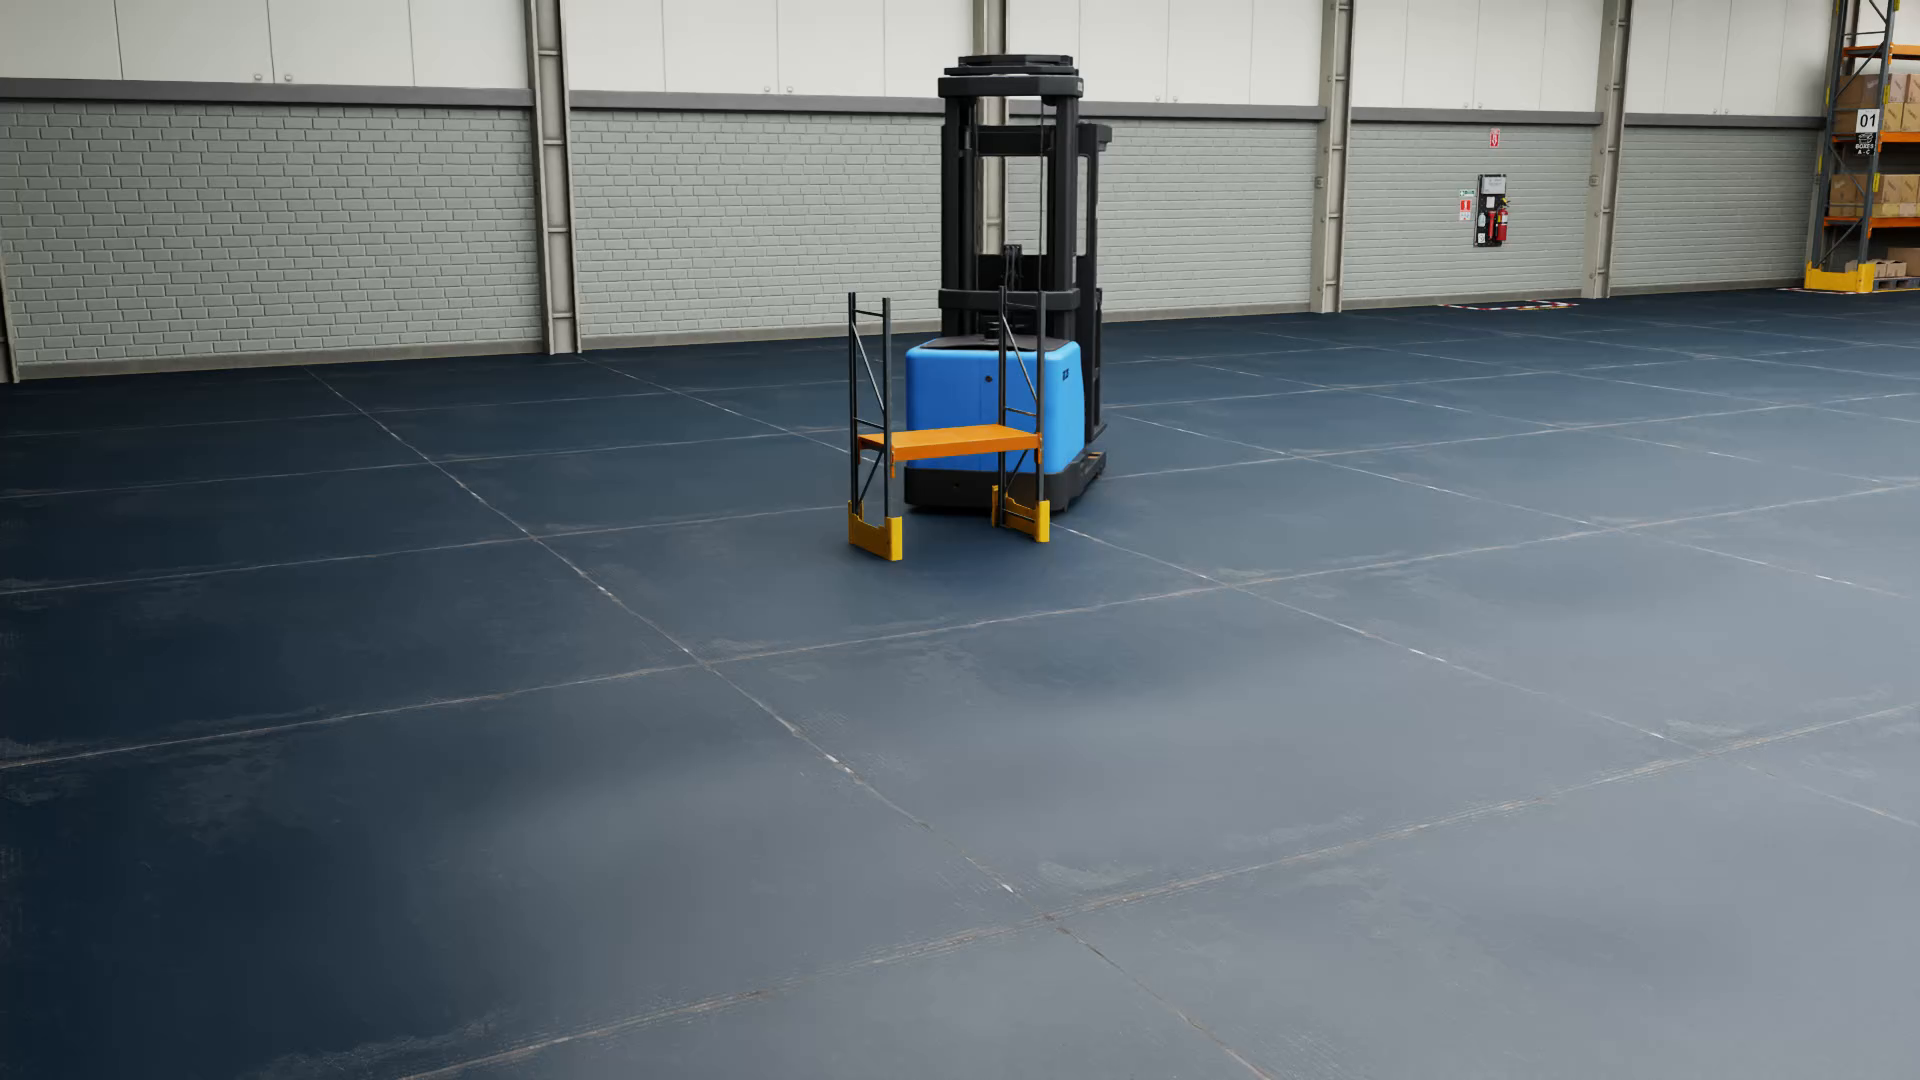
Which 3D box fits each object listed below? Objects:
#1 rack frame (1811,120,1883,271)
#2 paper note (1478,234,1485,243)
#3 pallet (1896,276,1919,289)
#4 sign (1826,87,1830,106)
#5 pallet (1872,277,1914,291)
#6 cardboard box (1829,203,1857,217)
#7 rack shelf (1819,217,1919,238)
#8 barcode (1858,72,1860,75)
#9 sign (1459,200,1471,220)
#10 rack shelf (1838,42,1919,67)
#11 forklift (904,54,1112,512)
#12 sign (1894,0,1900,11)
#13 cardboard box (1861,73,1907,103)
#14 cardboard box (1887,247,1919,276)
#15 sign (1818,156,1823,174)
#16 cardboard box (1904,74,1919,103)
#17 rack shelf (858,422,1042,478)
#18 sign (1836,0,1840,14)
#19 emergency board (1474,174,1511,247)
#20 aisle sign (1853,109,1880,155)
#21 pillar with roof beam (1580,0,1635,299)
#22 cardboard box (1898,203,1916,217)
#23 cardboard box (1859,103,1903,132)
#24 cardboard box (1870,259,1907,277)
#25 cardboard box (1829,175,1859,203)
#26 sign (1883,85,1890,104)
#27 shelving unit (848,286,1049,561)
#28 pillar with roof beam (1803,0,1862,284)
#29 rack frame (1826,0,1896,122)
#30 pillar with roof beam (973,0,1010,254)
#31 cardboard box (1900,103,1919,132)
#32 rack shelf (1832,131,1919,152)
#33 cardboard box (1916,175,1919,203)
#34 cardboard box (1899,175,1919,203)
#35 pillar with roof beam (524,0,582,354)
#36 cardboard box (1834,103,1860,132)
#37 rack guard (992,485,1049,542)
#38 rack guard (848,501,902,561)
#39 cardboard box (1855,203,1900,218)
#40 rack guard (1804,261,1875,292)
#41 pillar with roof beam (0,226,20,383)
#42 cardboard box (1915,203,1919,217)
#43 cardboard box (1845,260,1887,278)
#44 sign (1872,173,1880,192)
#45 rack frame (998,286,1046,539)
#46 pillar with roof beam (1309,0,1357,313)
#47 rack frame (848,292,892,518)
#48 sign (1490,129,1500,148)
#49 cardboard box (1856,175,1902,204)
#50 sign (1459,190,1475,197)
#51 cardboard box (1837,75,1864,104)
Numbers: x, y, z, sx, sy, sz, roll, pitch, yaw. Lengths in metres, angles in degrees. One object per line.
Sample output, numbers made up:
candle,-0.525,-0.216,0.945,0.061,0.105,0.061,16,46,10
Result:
rack frame,16.016,-6.038,30.108,0.127,3.000,1.000,-7,14,-28
paper note,8.574,-4.960,27.321,0.142,0.148,0.016,-7,14,-28
pallet,17.882,-4.892,31.365,1.213,0.211,1.003,-7,14,-28
sign,15.768,-8.043,30.166,0.005,0.325,0.100,-7,14,-28
pallet,16.813,-4.764,30.799,1.213,0.211,1.003,-7,14,-28
cardboard box,16.333,-6.061,30.506,0.500,0.250,0.500,-7,14,-27
rack shelf,17.771,-5.898,31.122,4.000,0.370,1.077,-7,14,-28
barcode,16.400,-8.502,30.352,0.075,0.075,0.001,-7,14,-28
sign,8.227,-5.374,27.074,0.234,0.329,0.001,-7,14,-28
rack shelf,17.771,-8.823,30.463,4.000,0.370,1.077,-7,14,-28
forklift,0.465,-1.890,11.833,1.130,2.935,3.031,3,13,13
sign,16.276,-9.355,28.873,0.005,0.325,0.100,-7,14,-28
cardboard box,16.470,-8.042,29.628,0.500,0.500,0.500,-8,15,-32
cardboard box,17.835,-5.216,31.147,0.500,0.500,0.700,-8,15,-31
sign,15.768,-6.866,30.430,0.005,0.325,0.100,-7,14,-28
cardboard box,16.935,-8.085,29.819,0.500,0.500,0.500,-7,14,-29
rack shelf,-0.075,-0.547,9.944,1.000,0.185,0.538,-7,14,-28
sign,15.768,-9.607,29.814,0.005,0.325,0.100,-7,14,-28
emergency board,8.762,-5.395,27.248,0.643,1.169,0.194,-7,14,-28
aisle sign,16.096,-7.241,29.532,0.004,0.787,0.394,-7,14,-28
pillar with roof beam,13.012,-7.744,24.026,0.400,9.000,9.100,-7,14,-28
cardboard box,17.045,-6.022,30.333,0.500,0.250,0.500,-7,15,-30
cardboard box,16.429,-7.547,29.707,0.500,0.500,0.500,-6,14,-26
cardboard box,17.167,-5.056,30.867,0.500,0.311,0.500,-6,14,-23
cardboard box,16.328,-6.431,30.442,0.500,0.500,0.500,-7,14,-28
sign,16.276,-7.823,29.218,0.005,0.325,0.100,-7,14,-28
shelving unit,-0.067,-0.724,9.909,1.083,1.500,0.587,-7,14,-28
pillar with roof beam,18.279,-8.376,26.830,0.400,9.000,9.100,-7,14,-28
rack frame,16.016,-8.965,29.449,0.127,3.000,1.000,-7,14,-28
pillar with roof beam,2.479,-6.482,18.416,0.400,9.000,9.100,-7,14,-28
cardboard box,16.918,-7.597,29.928,0.500,0.500,0.500,-6,14,-24
rack shelf,17.771,-7.361,30.792,4.000,0.370,1.077,-7,14,-28
cardboard box,17.474,-6.436,30.464,0.500,0.500,0.500,-7,15,-30
cardboard box,17.018,-6.383,30.228,0.500,0.500,0.500,-7,14,-28
pillar with roof beam,-2.787,-5.851,15.612,0.400,9.000,9.100,-7,14,-28
cardboard box,16.261,-7.653,30.177,0.500,0.500,0.500,-6,14,-24
rack guard,0.370,-0.166,10.279,0.087,0.250,0.587,-7,14,-28
rack guard,-0.504,-0.062,9.813,0.087,0.250,0.587,-7,14,-28
cardboard box,16.596,-5.965,30.078,0.500,0.250,0.500,-7,15,-29
rack guard,16.083,-4.827,30.418,0.348,0.500,1.175,-7,14,-28
pillar with roof beam,-8.053,-5.220,12.807,0.400,9.000,9.100,-7,14,-28
cardboard box,17.495,-6.075,30.566,0.500,0.250,0.500,-7,15,-29
cardboard box,16.666,-4.996,30.601,0.500,0.311,0.500,-9,15,-34
sign,16.276,-6.356,29.548,0.005,0.325,0.100,-7,14,-28
rack frame,0.371,-0.776,10.142,0.032,1.500,0.500,-7,14,-28
pillar with roof beam,7.746,-7.113,21.221,0.400,9.000,9.100,-7,14,-28
rack frame,-0.521,-0.669,9.667,0.032,1.500,0.500,-7,14,-28
sign,8.707,-6.544,27.075,0.199,0.298,0.001,-7,14,-28
cardboard box,16.579,-6.333,30.005,0.500,0.500,0.500,-7,14,-28
sign,8.236,-5.631,27.011,0.331,0.109,0.001,-7,14,-28
cardboard box,16.269,-8.144,30.081,0.500,0.500,0.500,-6,14,-25
